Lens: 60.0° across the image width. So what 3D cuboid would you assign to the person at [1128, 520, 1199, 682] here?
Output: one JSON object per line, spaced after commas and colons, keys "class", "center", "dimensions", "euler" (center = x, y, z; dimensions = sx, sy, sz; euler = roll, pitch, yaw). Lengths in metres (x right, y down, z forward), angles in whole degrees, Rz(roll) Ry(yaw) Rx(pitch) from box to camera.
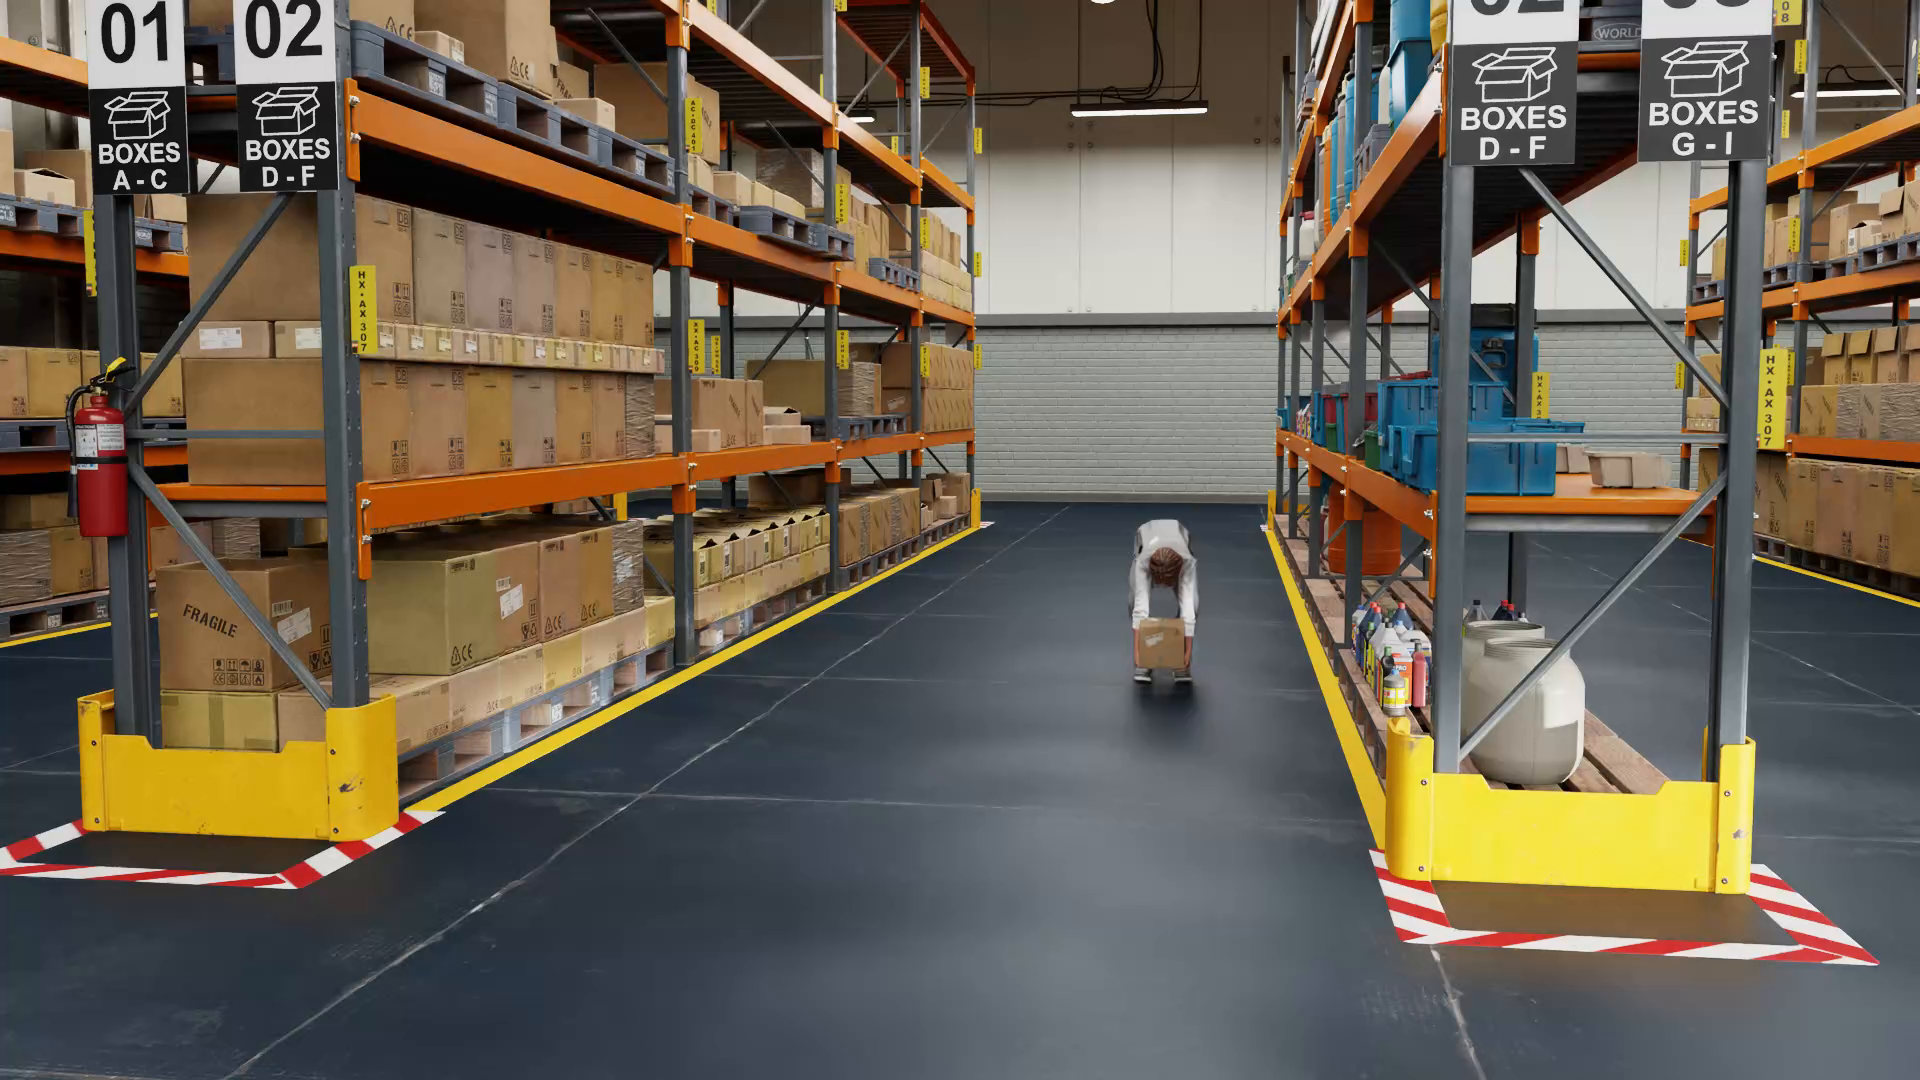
{"class": "person", "center": [1.176, 0.370, 9.595], "dimensions": [0.412, 0.947, 0.866], "euler": [0, 5, 6]}
